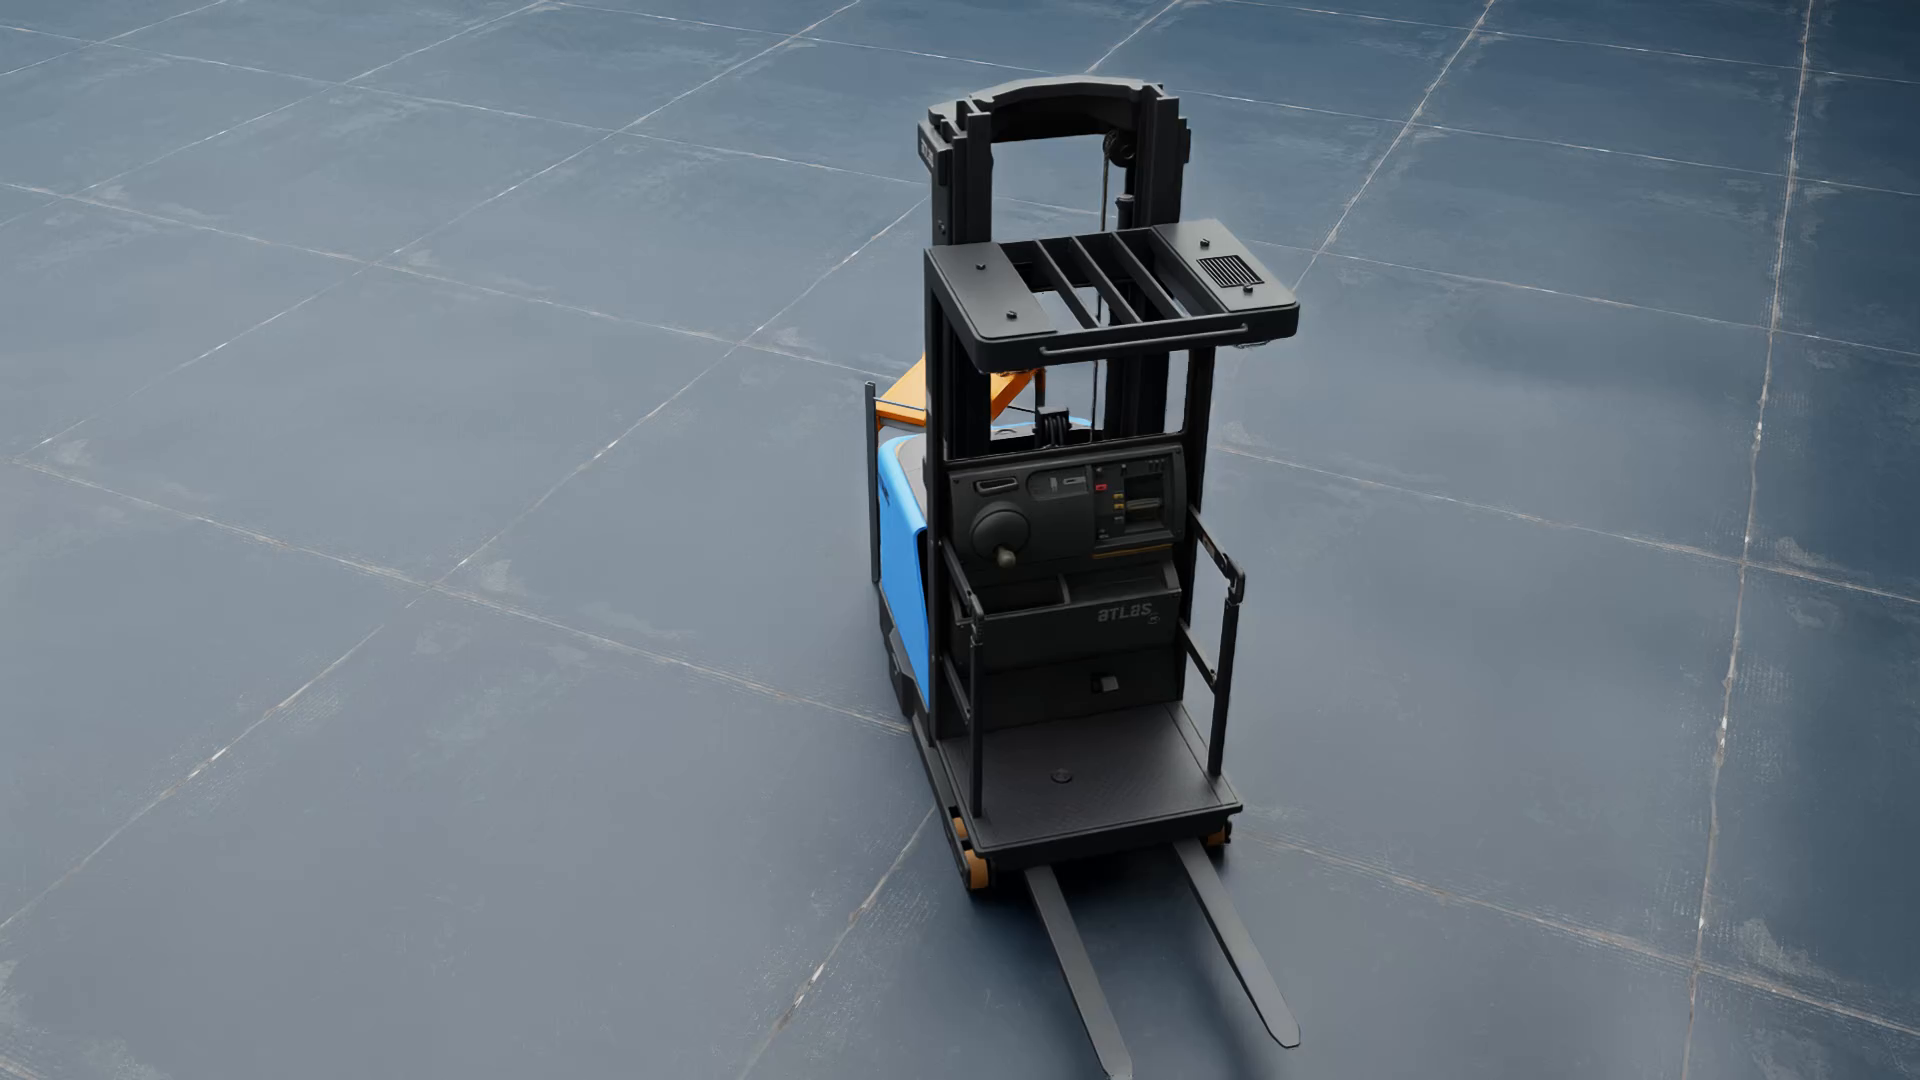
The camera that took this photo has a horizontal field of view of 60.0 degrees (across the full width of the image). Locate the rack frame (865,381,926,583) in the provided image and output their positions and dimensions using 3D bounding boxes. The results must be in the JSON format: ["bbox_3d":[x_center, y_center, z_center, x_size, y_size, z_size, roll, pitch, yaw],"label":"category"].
[{"bbox_3d":[-0.216,-0.214,8.050,0.500,1.125,0.032,14,36,20],"label":"rack frame"}]

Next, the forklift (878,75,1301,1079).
[{"bbox_3d":[0.474,-0.068,6.180,1.130,2.935,3.031,-8,34,-12],"label":"forklift"}]

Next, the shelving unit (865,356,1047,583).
[{"bbox_3d":[-0.003,-0.467,8.436,0.538,1.125,1.048,14,36,20],"label":"shelving unit"}]

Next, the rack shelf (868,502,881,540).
[{"bbox_3d":[-0.003,-0.263,8.570,0.538,0.278,1.000,14,36,20],"label":"rack shelf"}]

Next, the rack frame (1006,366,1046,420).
[{"bbox_3d":[0.210,-0.720,8.823,0.500,1.125,0.032,14,36,20],"label":"rack frame"}]

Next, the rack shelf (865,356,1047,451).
[{"bbox_3d":[-0.003,-0.712,8.276,0.538,0.278,1.000,14,36,20],"label":"rack shelf"}]
